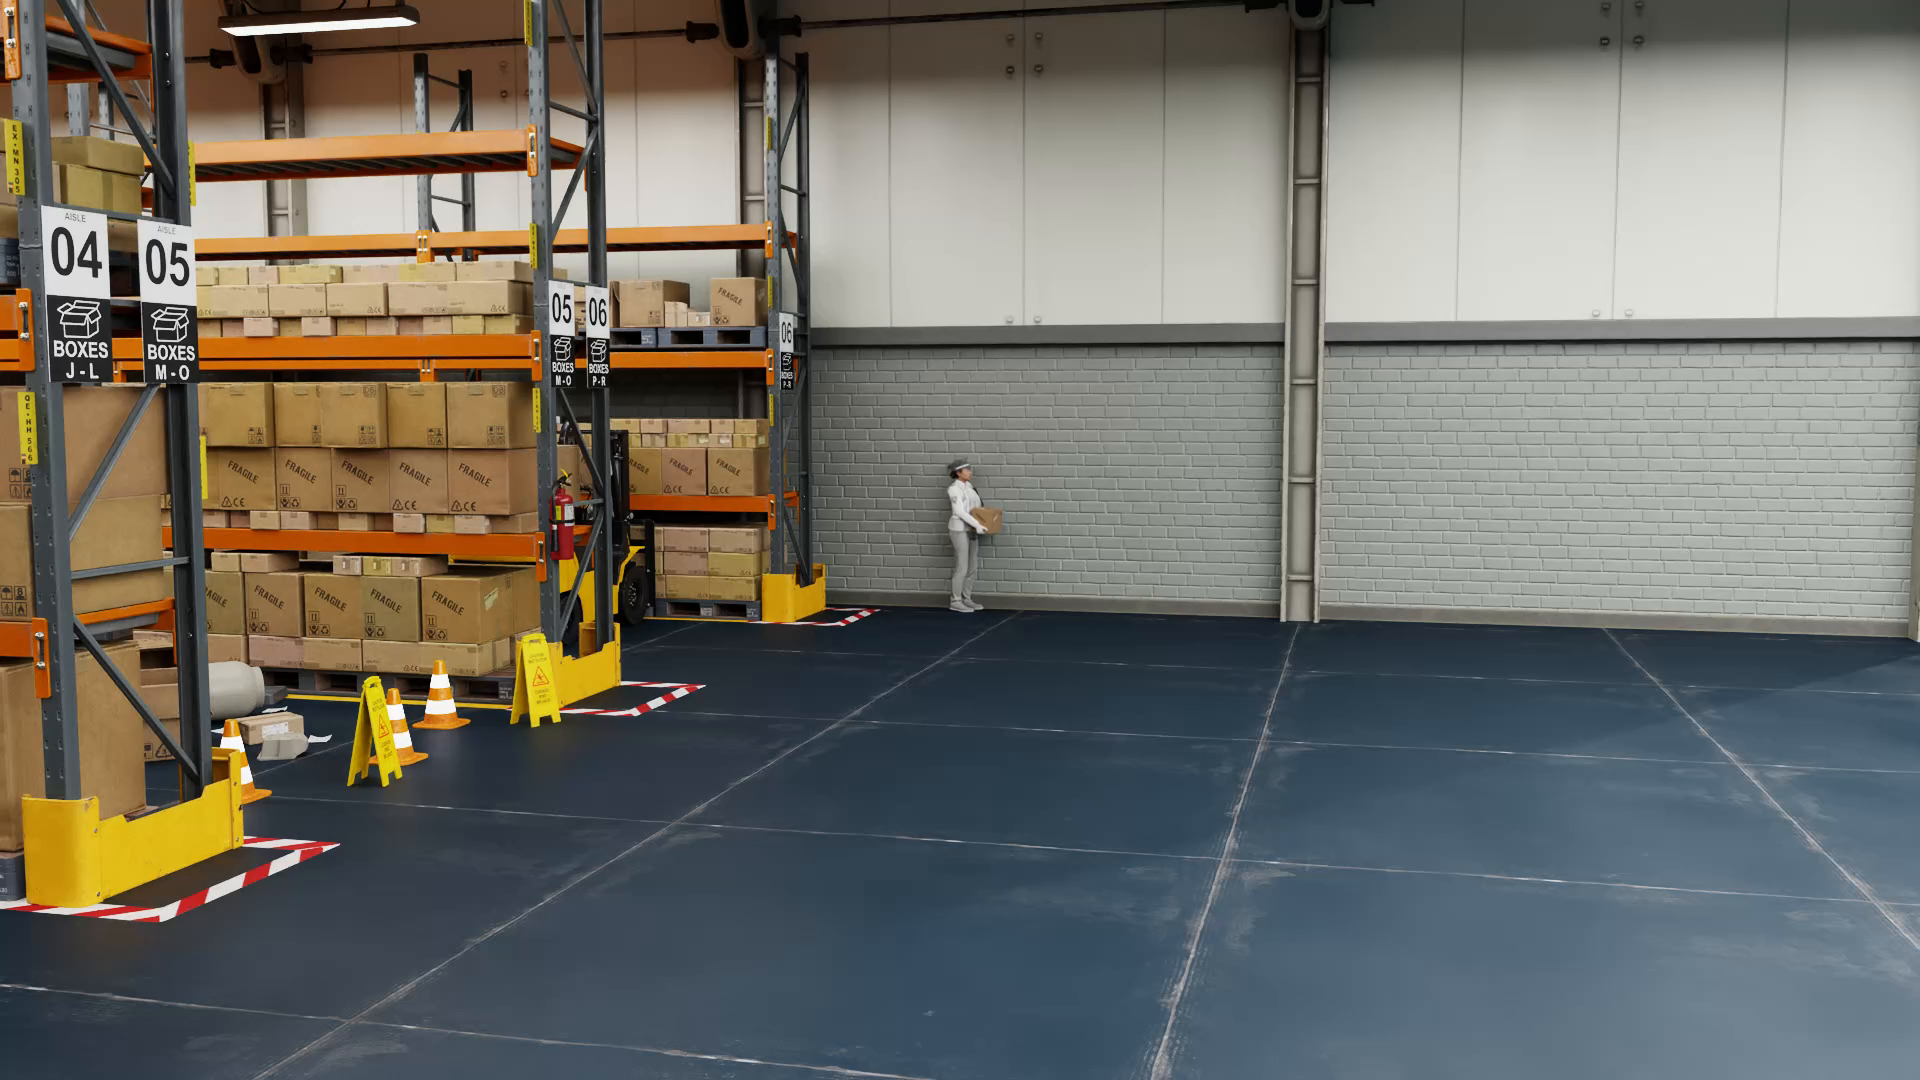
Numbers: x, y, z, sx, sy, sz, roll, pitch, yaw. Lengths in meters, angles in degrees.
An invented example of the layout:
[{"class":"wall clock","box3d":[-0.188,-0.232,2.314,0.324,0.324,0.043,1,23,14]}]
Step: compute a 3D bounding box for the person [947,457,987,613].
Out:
[{"class":"person","box3d":[0.115,-0.063,18.149,0.547,1.689,0.458,3,6,27]}]
